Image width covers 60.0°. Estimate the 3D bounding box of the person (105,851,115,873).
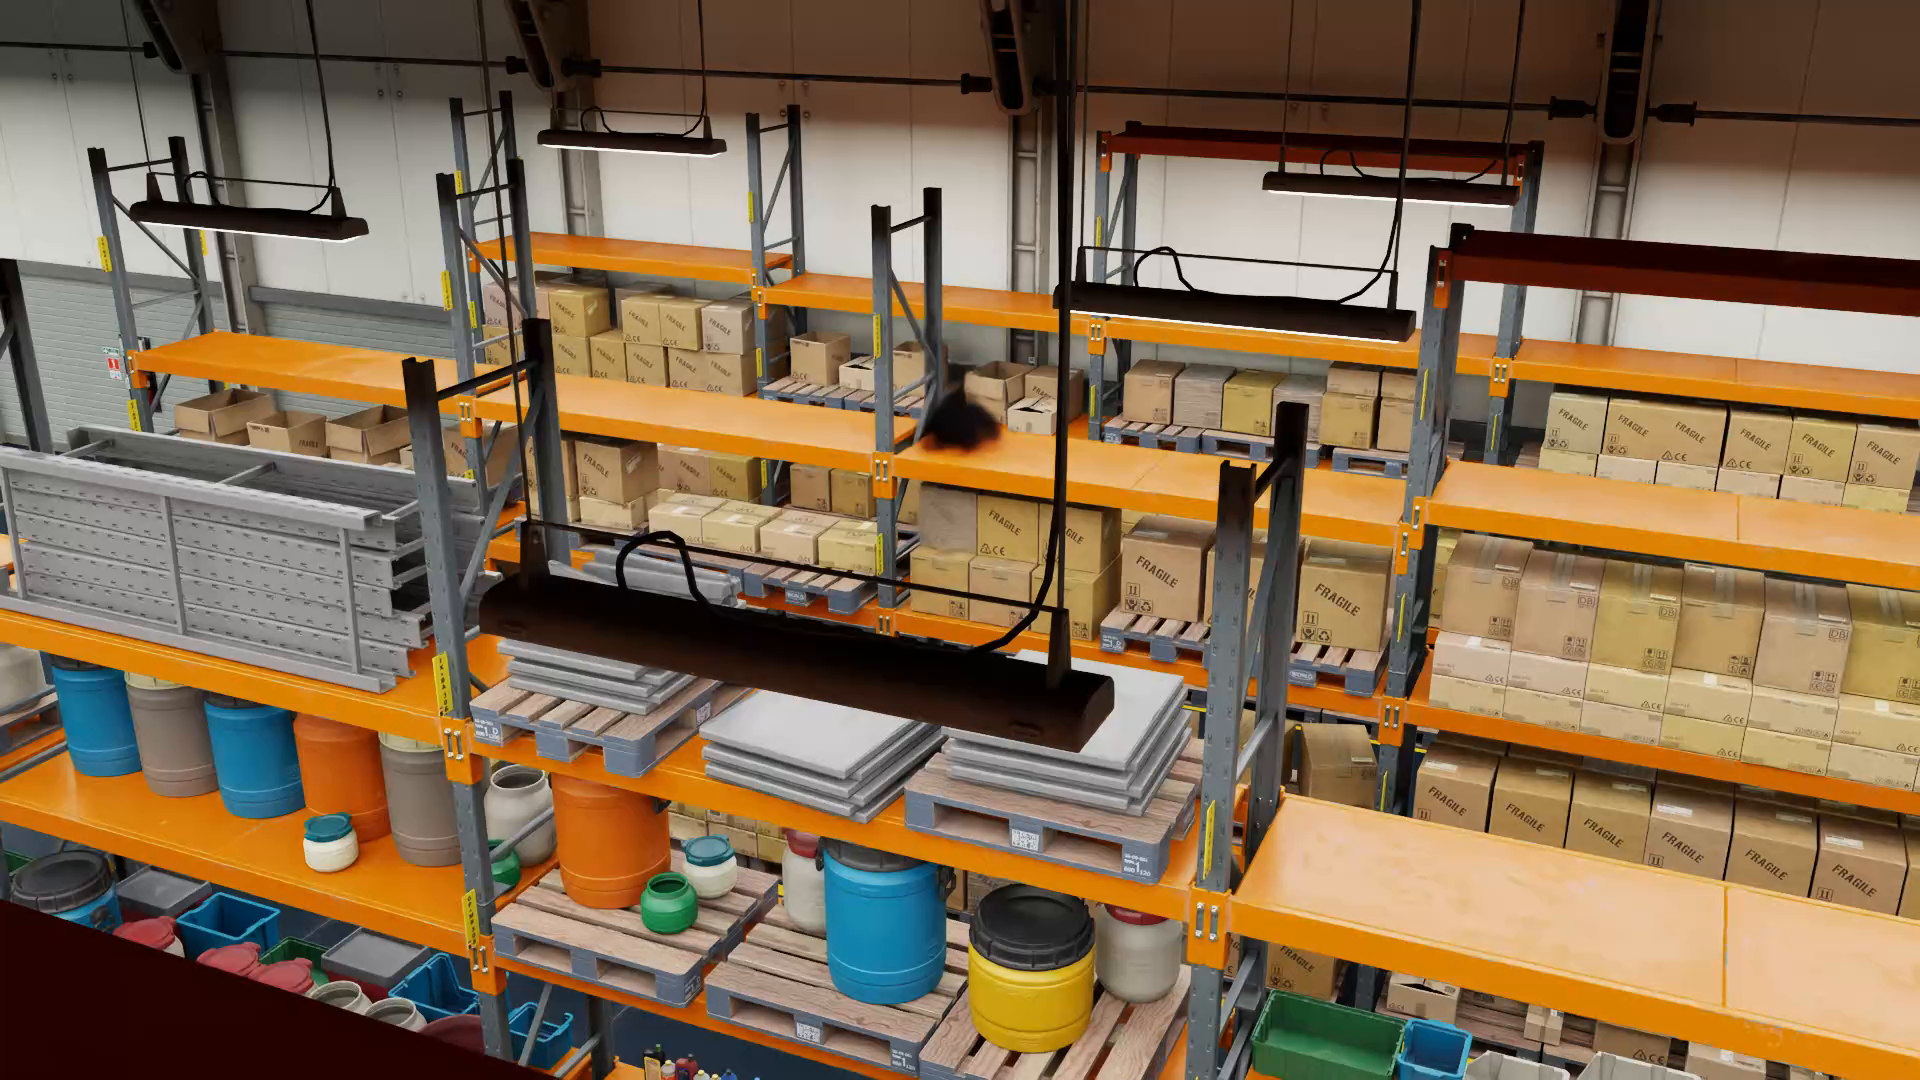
[{"bbox_3d":[-7.314,2.106,14.609,0.832,1.744,0.668,-6,21,-17],"label":"person"}]
